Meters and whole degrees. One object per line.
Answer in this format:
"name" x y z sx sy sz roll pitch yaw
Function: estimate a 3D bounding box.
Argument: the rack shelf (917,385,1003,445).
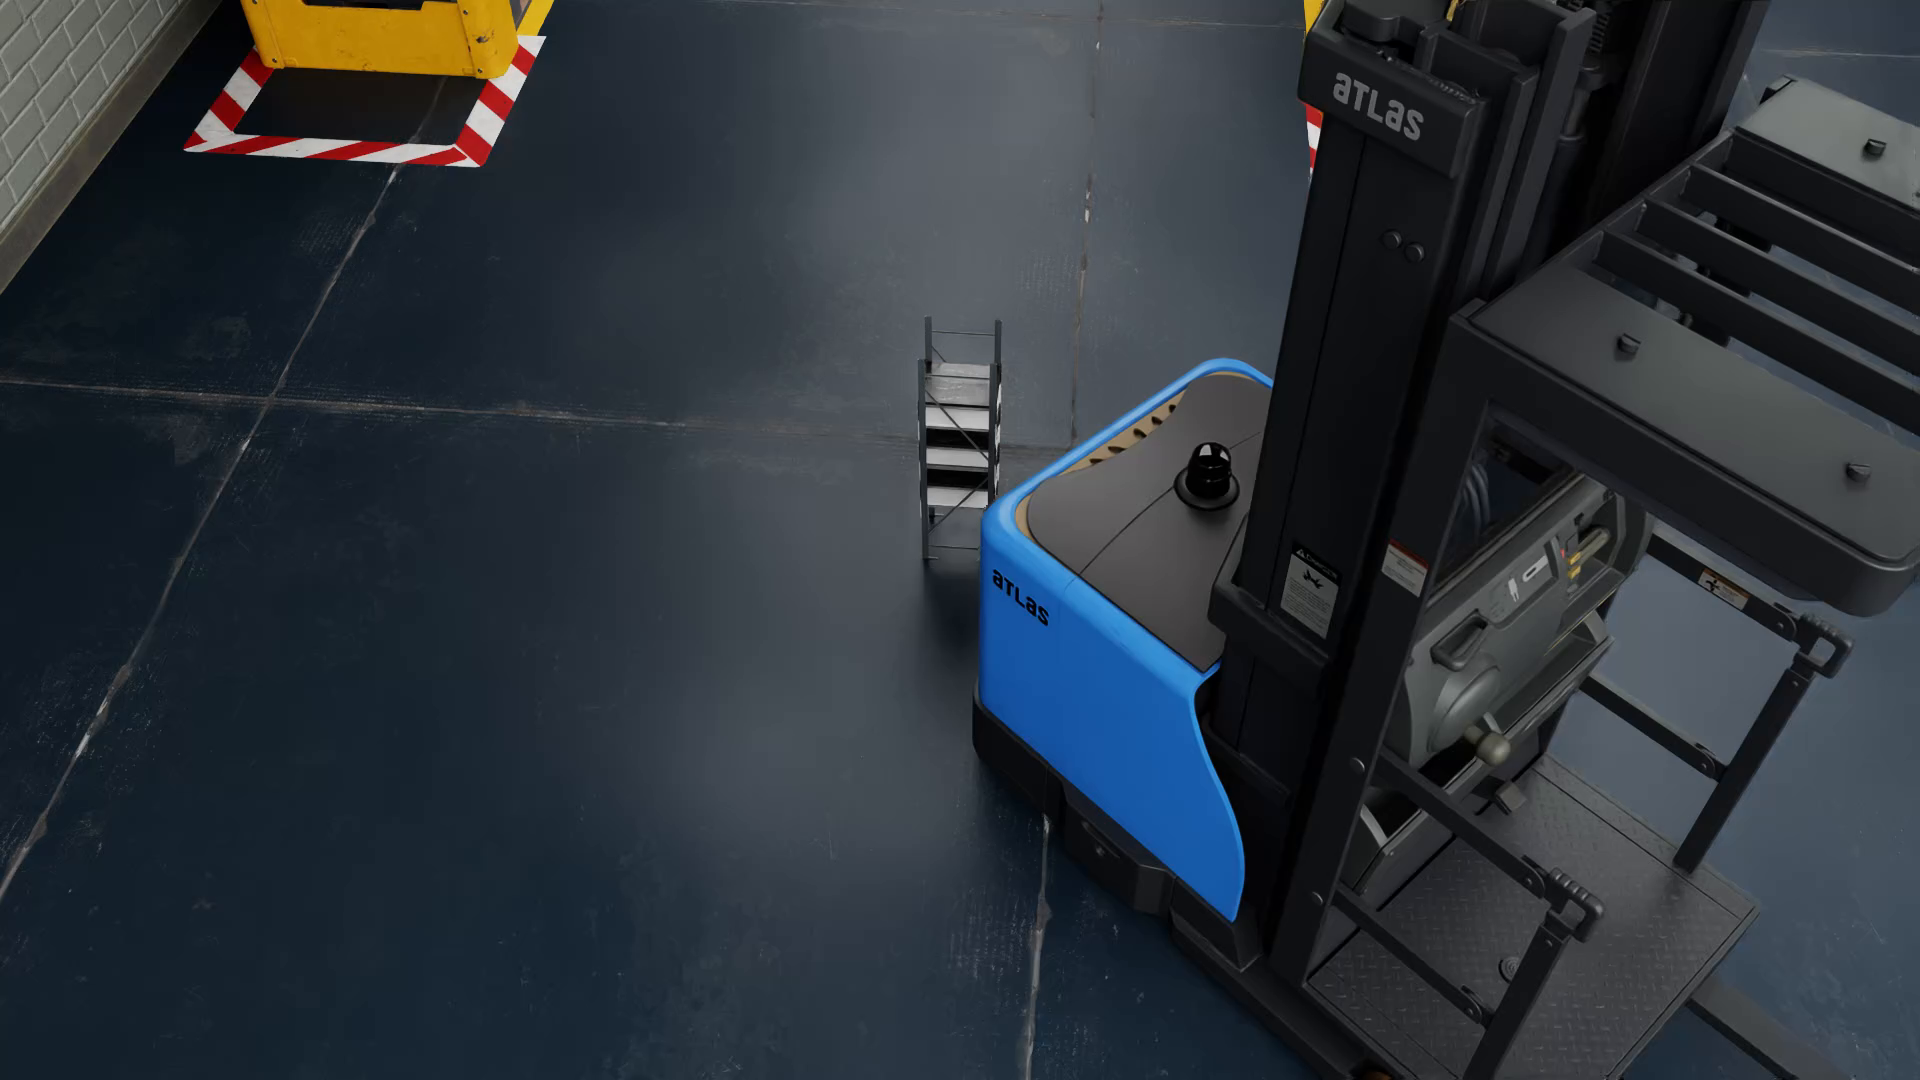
"rack shelf" 0.001 -0.409 5.315 0.258 0.077 0.200 4 48 4

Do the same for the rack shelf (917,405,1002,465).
"rack shelf" 0.001 -0.348 5.382 0.258 0.077 0.200 4 48 4

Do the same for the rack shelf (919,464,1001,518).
"rack shelf" 0.001 -0.166 5.581 0.258 0.077 0.200 4 48 4

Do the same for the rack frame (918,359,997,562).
"rack frame" -0.009 -0.235 5.355 0.240 0.900 0.006 4 48 4

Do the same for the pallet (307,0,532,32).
"pallet" -2.576 -2.963 8.317 1.003 0.211 1.213 4 48 4

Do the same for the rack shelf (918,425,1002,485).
"rack shelf" 0.001 -0.287 5.448 0.258 0.077 0.200 4 48 4

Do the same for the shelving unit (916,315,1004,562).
"shelving unit" 0.001 -0.310 5.423 0.258 0.900 0.210 4 48 4

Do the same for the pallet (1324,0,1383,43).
"pallet" 2.269 -2.547 7.937 1.003 0.211 1.213 4 48 4

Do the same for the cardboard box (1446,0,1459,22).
"cardboard box" 1.995 -2.551 7.629 0.500 0.250 0.500 4 48 4

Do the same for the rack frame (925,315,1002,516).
"rack frame" 0.010 -0.384 5.492 0.240 0.900 0.006 4 48 4

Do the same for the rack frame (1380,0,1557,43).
"rack frame" 2.241 -2.924 6.391 1.000 3.000 0.127 4 48 4

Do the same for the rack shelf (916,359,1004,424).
"rack shelf" 0.001 -0.469 5.249 0.258 0.077 0.200 4 48 4

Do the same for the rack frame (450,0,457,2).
"rack frame" -2.693 -3.254 6.693 1.000 3.000 0.127 4 48 4

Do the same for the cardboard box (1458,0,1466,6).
"cardboard box" 2.511 -2.516 7.598 0.500 0.250 0.500 4 48 4

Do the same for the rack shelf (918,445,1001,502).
"rack shelf" 0.001 -0.226 5.514 0.258 0.077 0.200 4 48 4

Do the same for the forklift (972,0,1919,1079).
"forklift" 1.403 0.227 3.556 1.130 2.935 3.031 -34 56 -27

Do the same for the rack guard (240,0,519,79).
"rack guard" -2.686 -2.466 7.667 1.175 0.500 0.348 4 48 4
